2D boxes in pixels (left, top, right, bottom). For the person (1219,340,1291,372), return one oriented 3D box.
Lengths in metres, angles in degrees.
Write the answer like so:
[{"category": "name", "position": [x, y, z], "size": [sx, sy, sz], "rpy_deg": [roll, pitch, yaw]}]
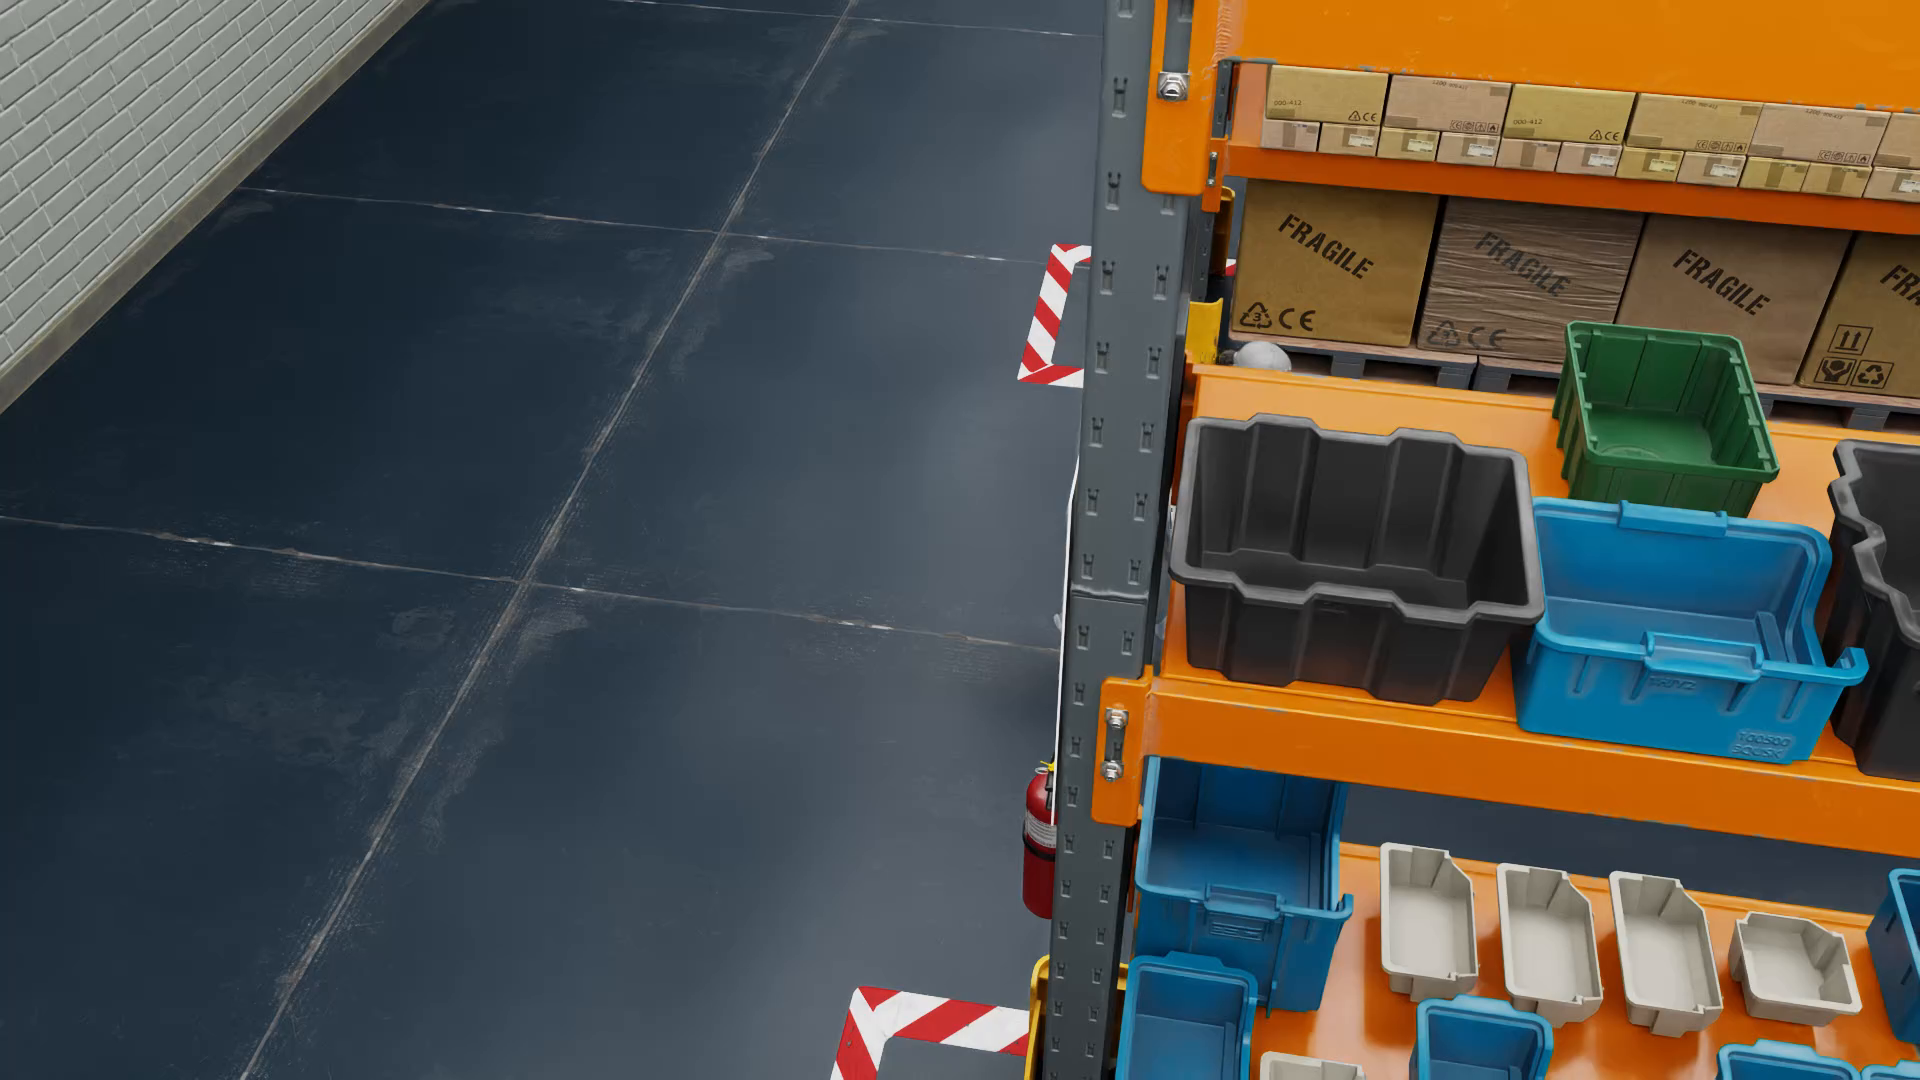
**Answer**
[{"category": "person", "position": [1.043, -0.027, 6.213], "size": [0.478, 1.716, 0.516], "rpy_deg": [1, 41, 1]}]
